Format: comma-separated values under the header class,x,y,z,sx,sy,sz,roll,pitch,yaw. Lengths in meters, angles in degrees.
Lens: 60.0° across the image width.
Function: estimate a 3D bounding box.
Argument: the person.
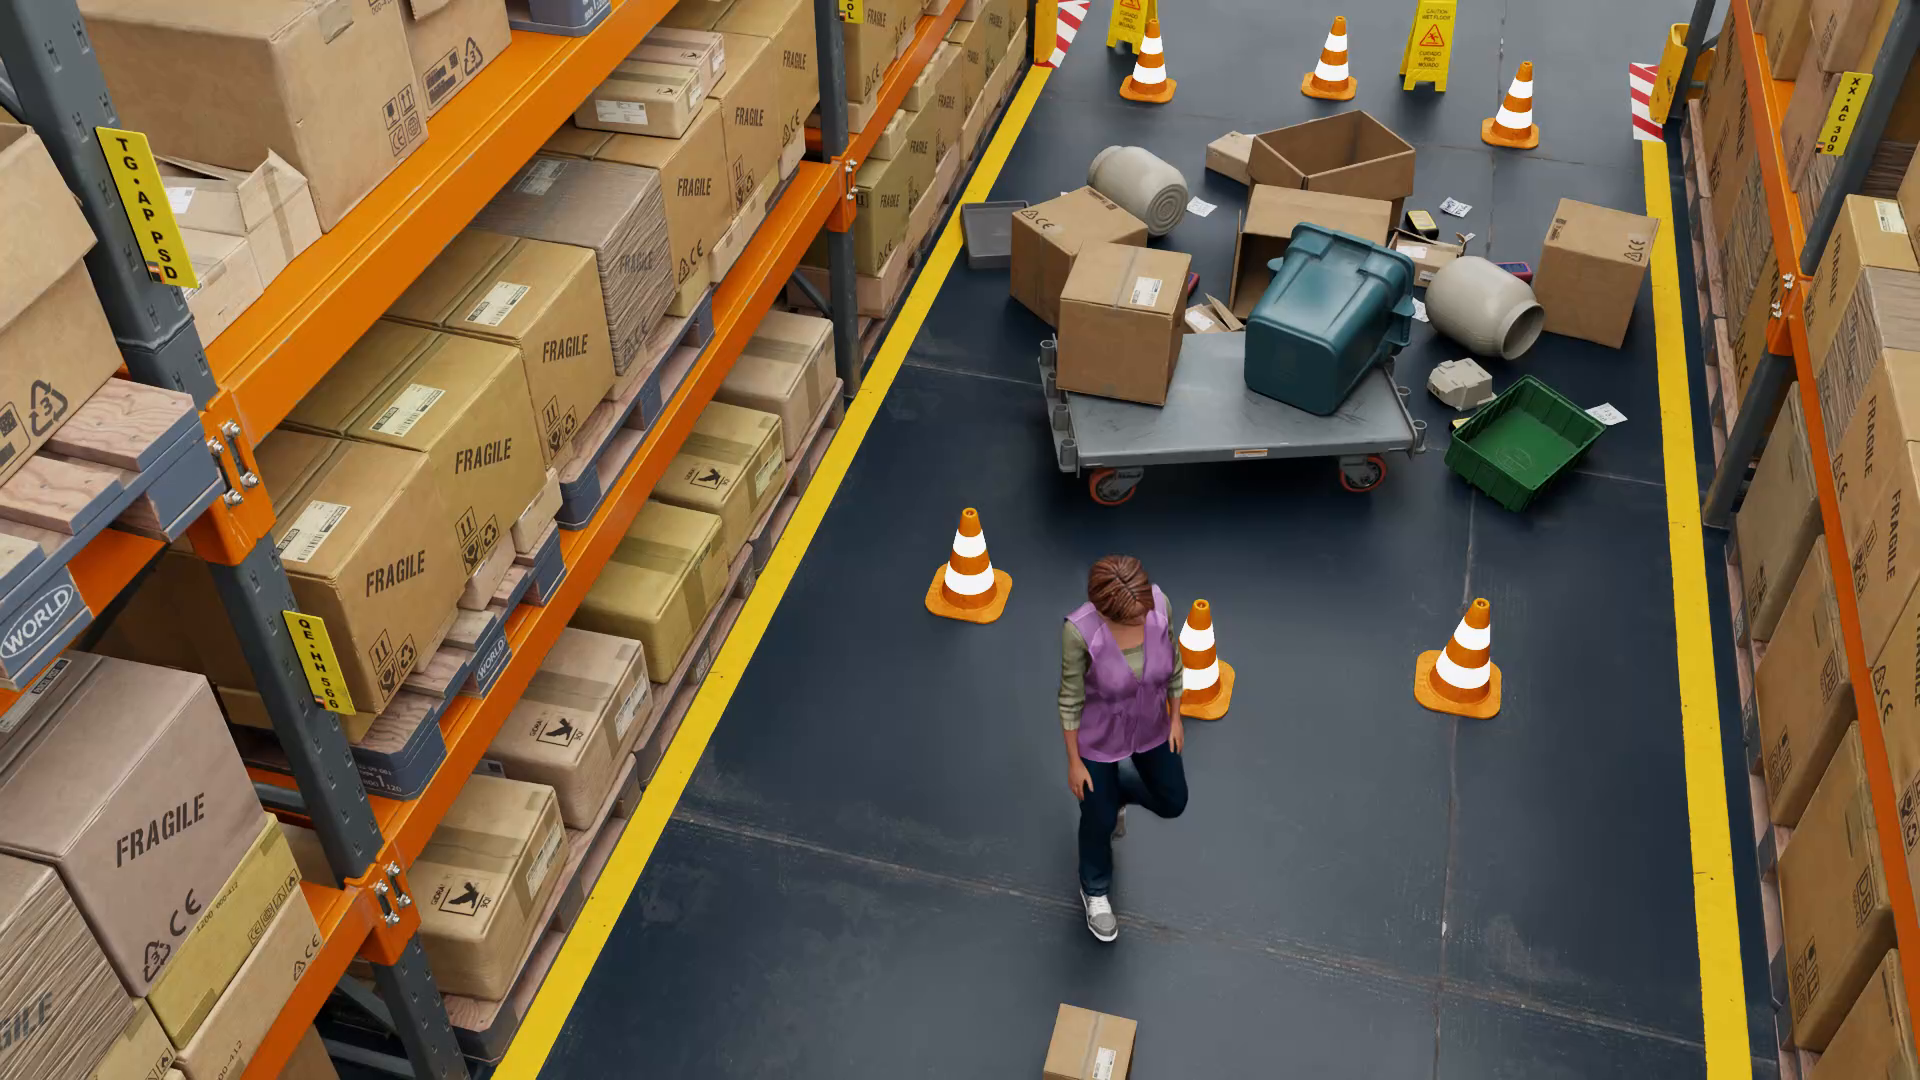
class,x,y,z,sx,sy,sz,roll,pitch,yaw
person,0.510,0.619,5.446,0.449,1.588,0.537,-16,44,-17
